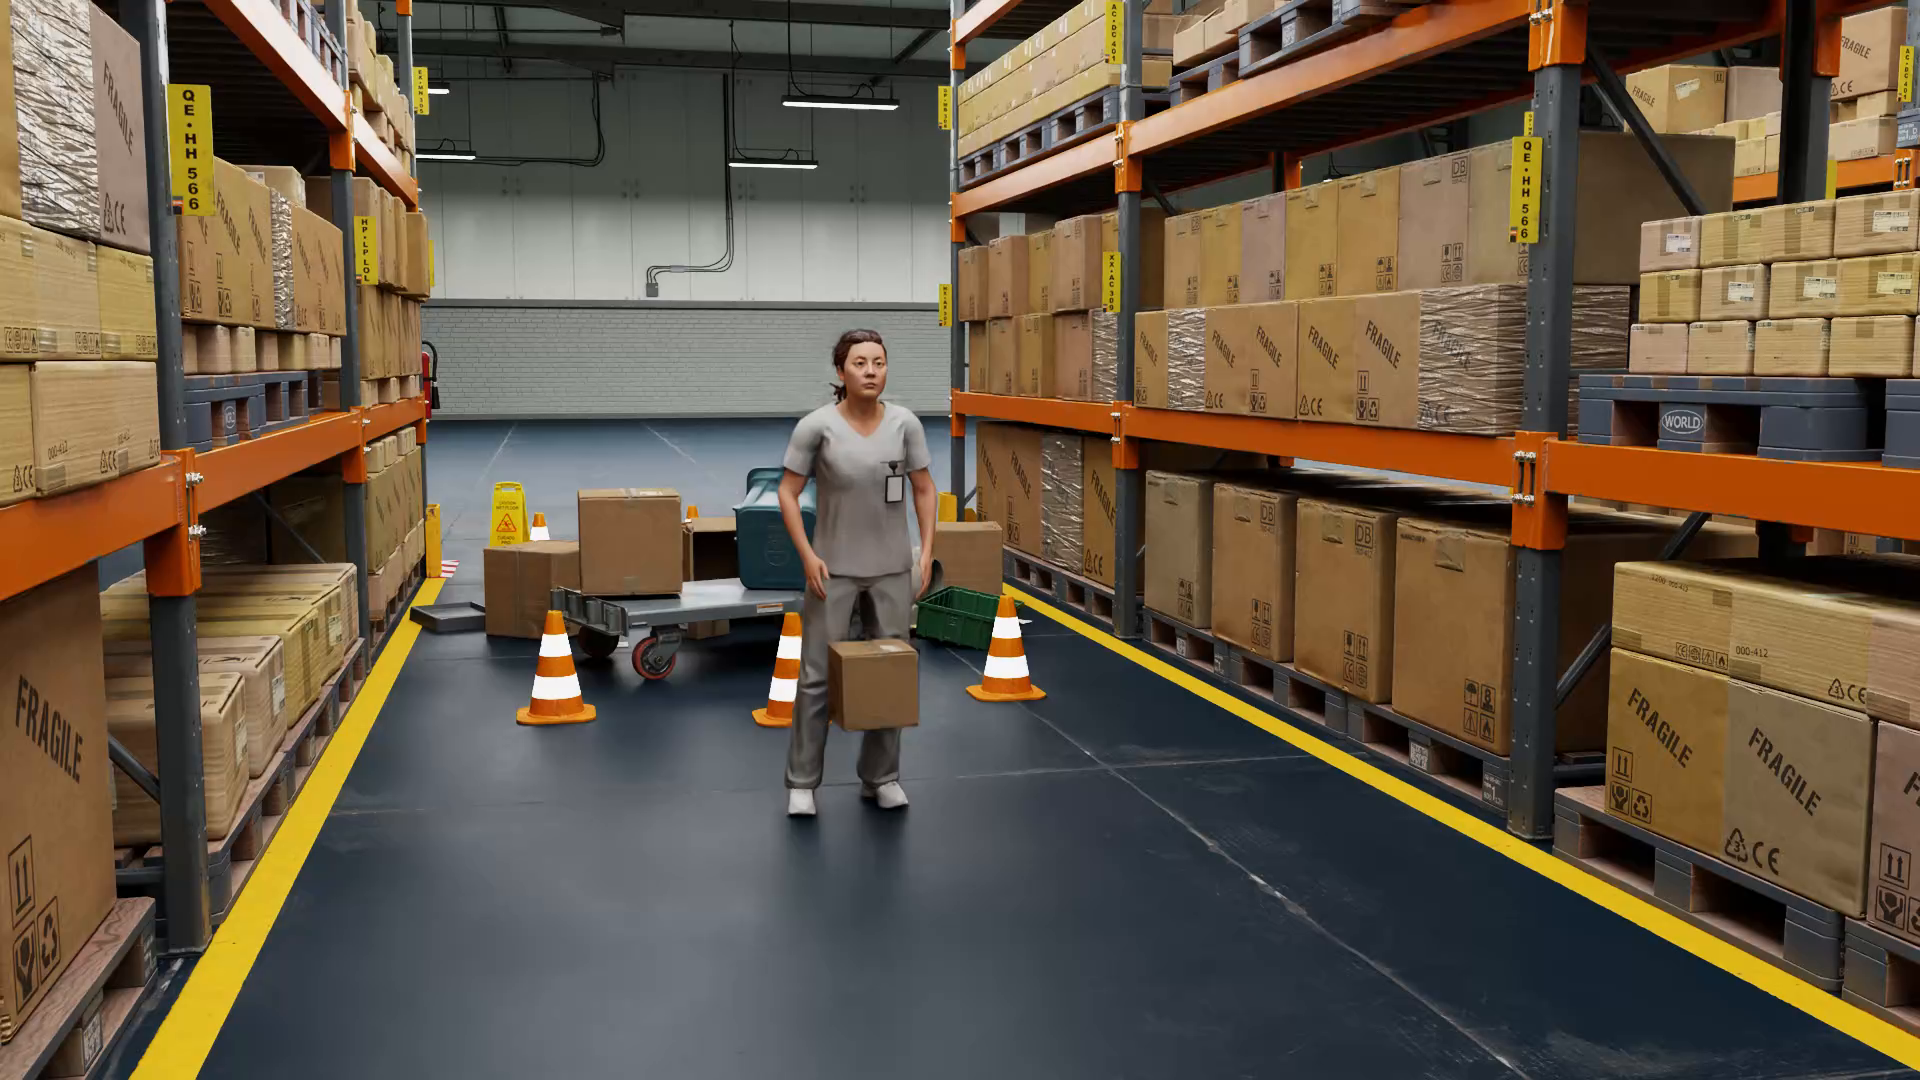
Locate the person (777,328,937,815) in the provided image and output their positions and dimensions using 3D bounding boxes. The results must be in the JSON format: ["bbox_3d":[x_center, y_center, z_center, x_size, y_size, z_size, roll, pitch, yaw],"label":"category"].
[{"bbox_3d":[-0.347,0.109,5.700,0.557,1.655,0.400,-2,6,-14],"label":"person"}]
